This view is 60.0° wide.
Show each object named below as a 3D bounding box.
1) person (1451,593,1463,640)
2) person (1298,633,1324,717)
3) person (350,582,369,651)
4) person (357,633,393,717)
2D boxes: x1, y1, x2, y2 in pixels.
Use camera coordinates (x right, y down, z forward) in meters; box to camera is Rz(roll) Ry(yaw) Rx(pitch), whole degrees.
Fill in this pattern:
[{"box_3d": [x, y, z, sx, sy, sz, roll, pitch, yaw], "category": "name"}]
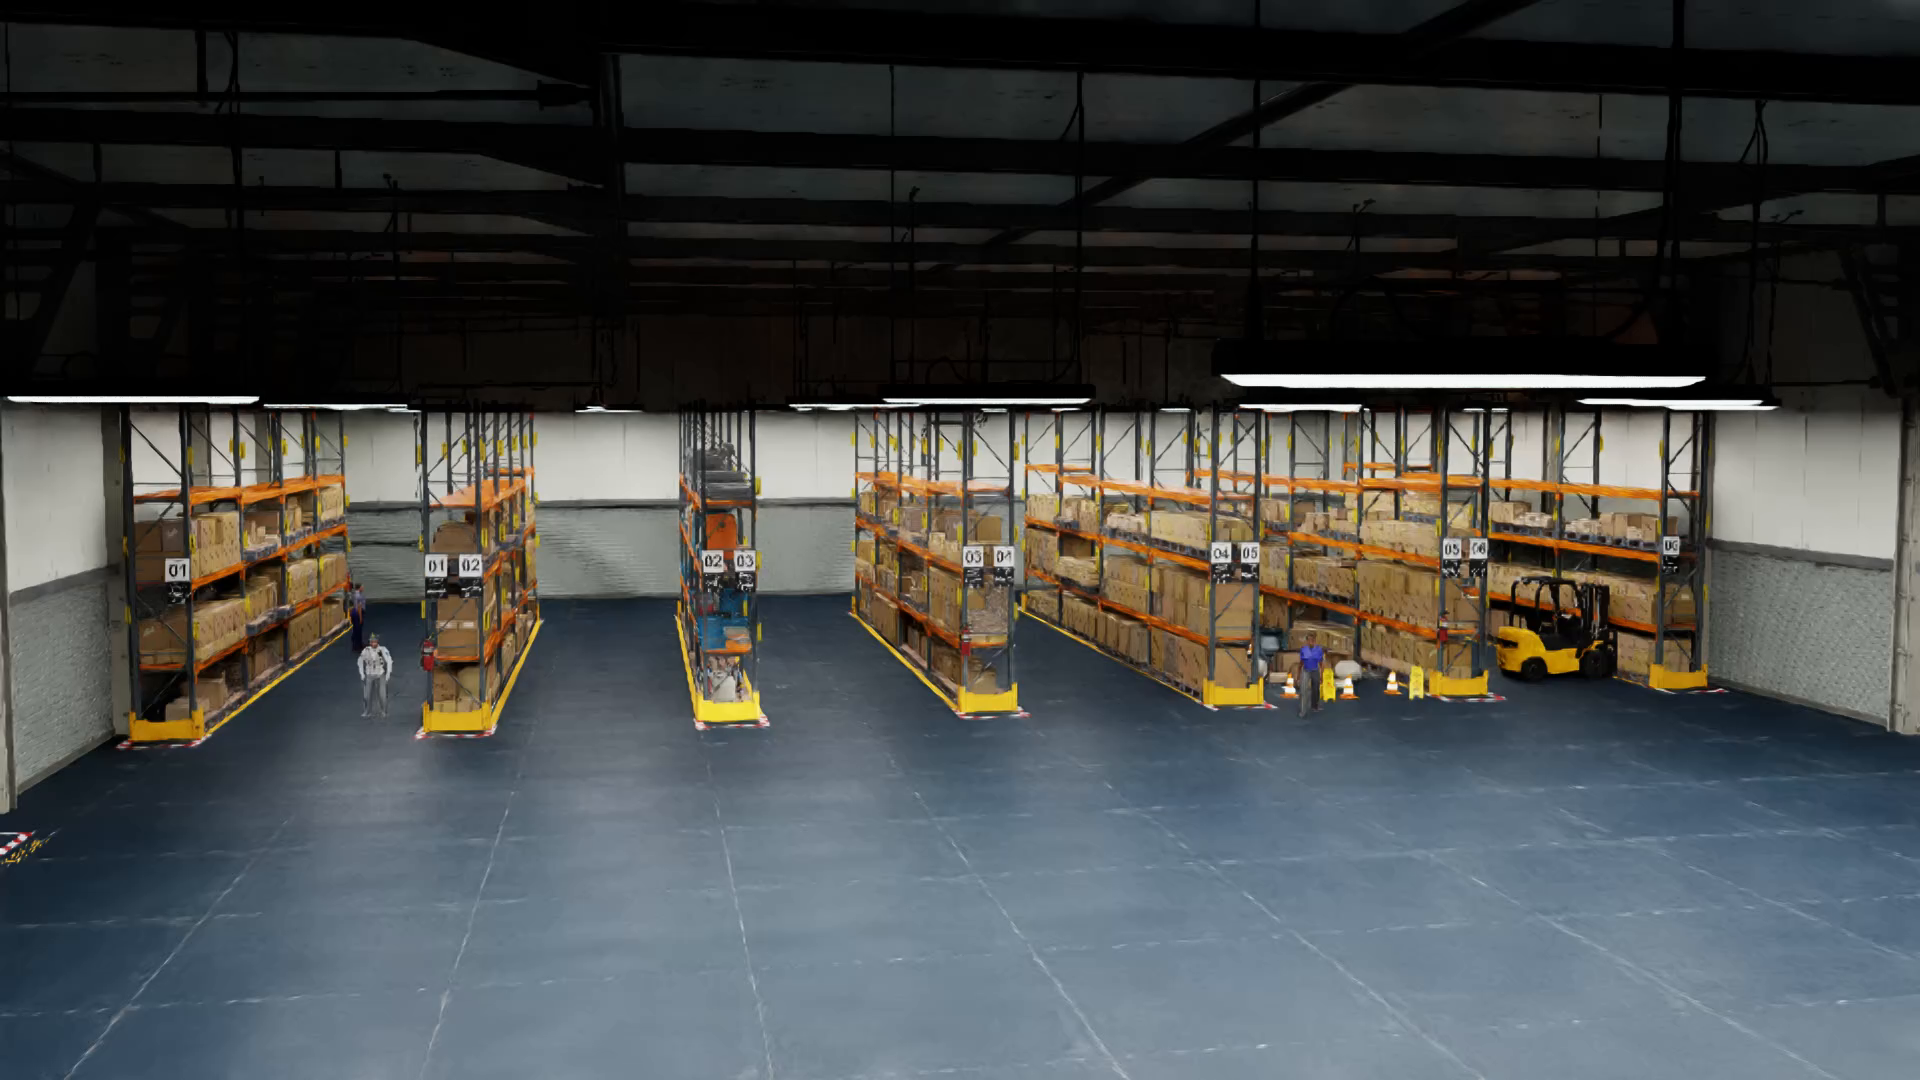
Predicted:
[{"box_3d": [11.216, 1.968, 37.674, 0.488, 1.743, 0.578, 2, 5, 20], "category": "person"}, {"box_3d": [6.663, 2.544, 31.560, 0.498, 1.598, 0.944, 1, 4, 12], "category": "person"}, {"box_3d": [-14.588, 1.840, 40.418, 0.450, 1.656, 0.573, -2, 5, -28], "category": "person"}, {"box_3d": [-11.049, 2.547, 31.427, 0.639, 1.628, 0.506, -1, 4, -12], "category": "person"}]
